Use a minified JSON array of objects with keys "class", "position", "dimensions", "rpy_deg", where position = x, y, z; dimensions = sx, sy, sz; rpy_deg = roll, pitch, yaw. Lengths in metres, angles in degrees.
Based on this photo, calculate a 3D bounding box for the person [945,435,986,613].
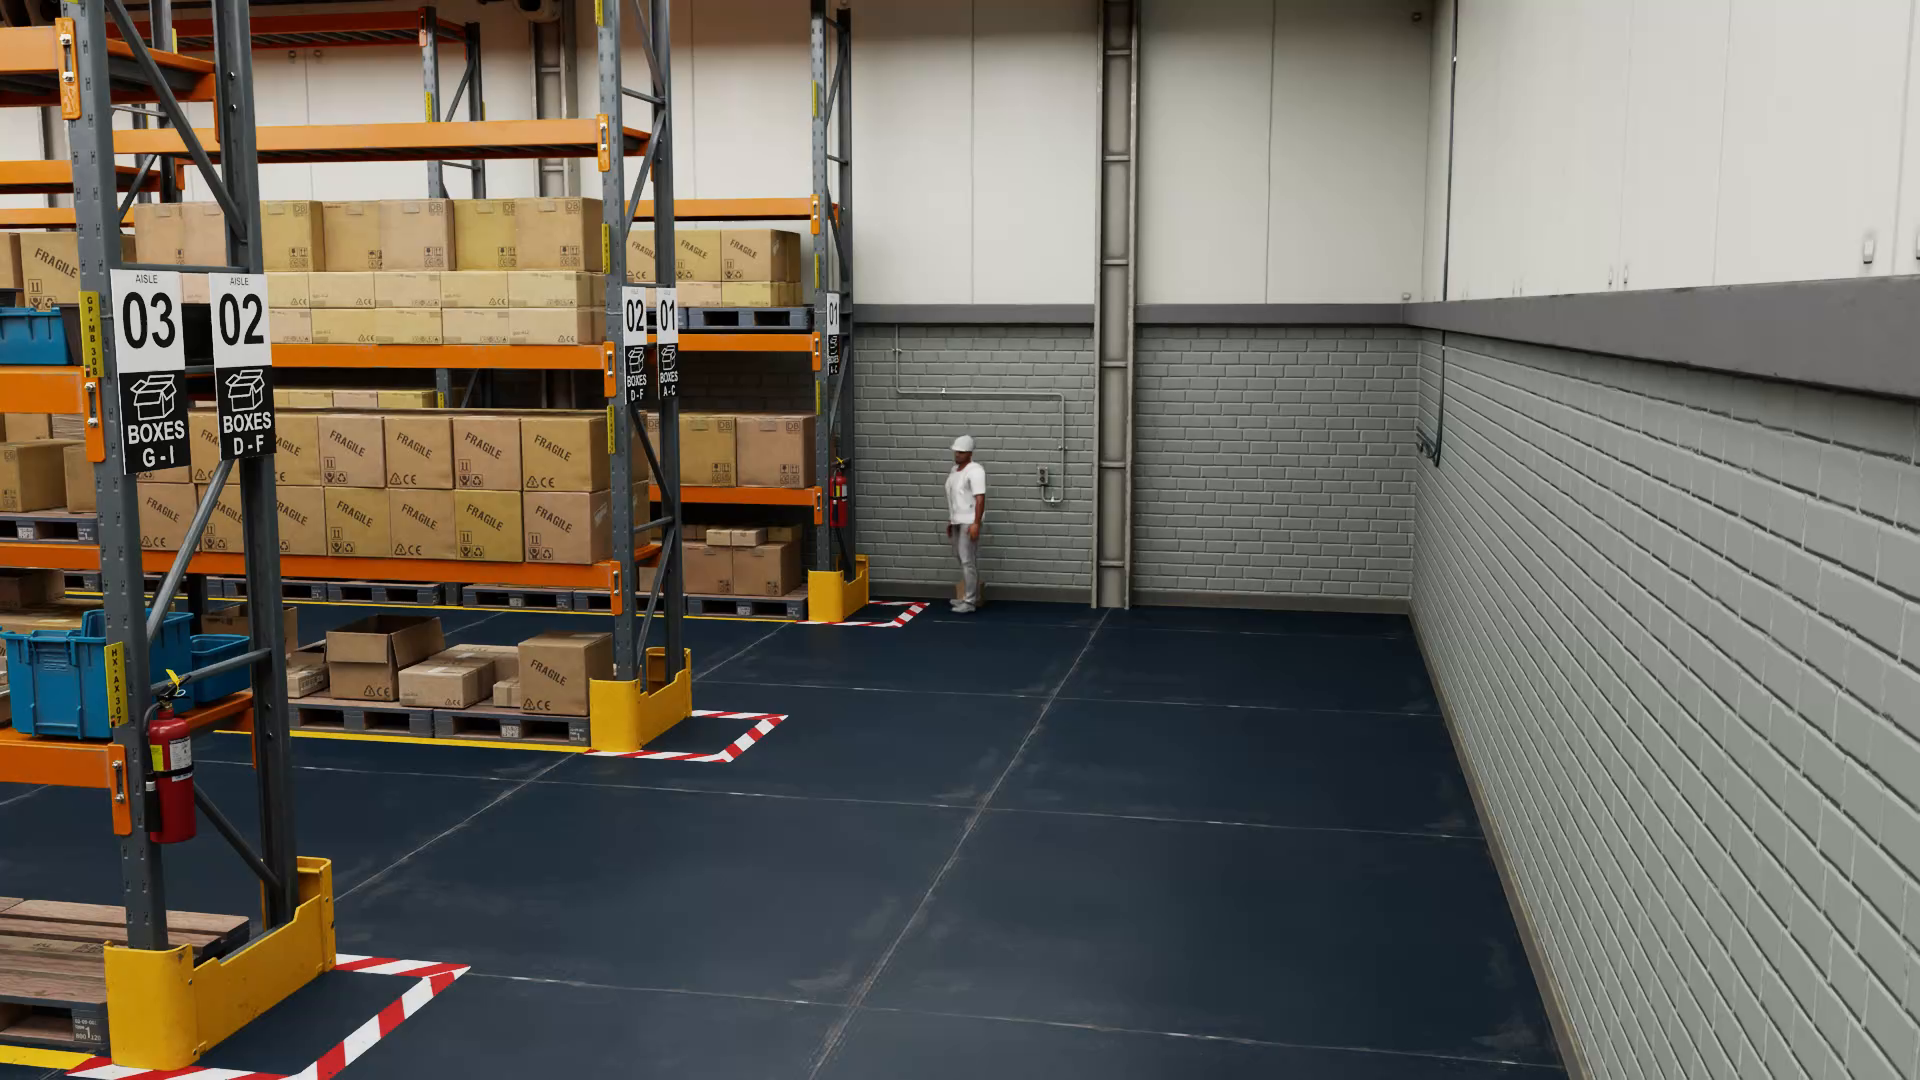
[{"class":"person","position":[0.036,-0.172,16.776],"dimensions":[0.453,1.768,0.616],"rpy_deg":[-3,9,-23]}]
